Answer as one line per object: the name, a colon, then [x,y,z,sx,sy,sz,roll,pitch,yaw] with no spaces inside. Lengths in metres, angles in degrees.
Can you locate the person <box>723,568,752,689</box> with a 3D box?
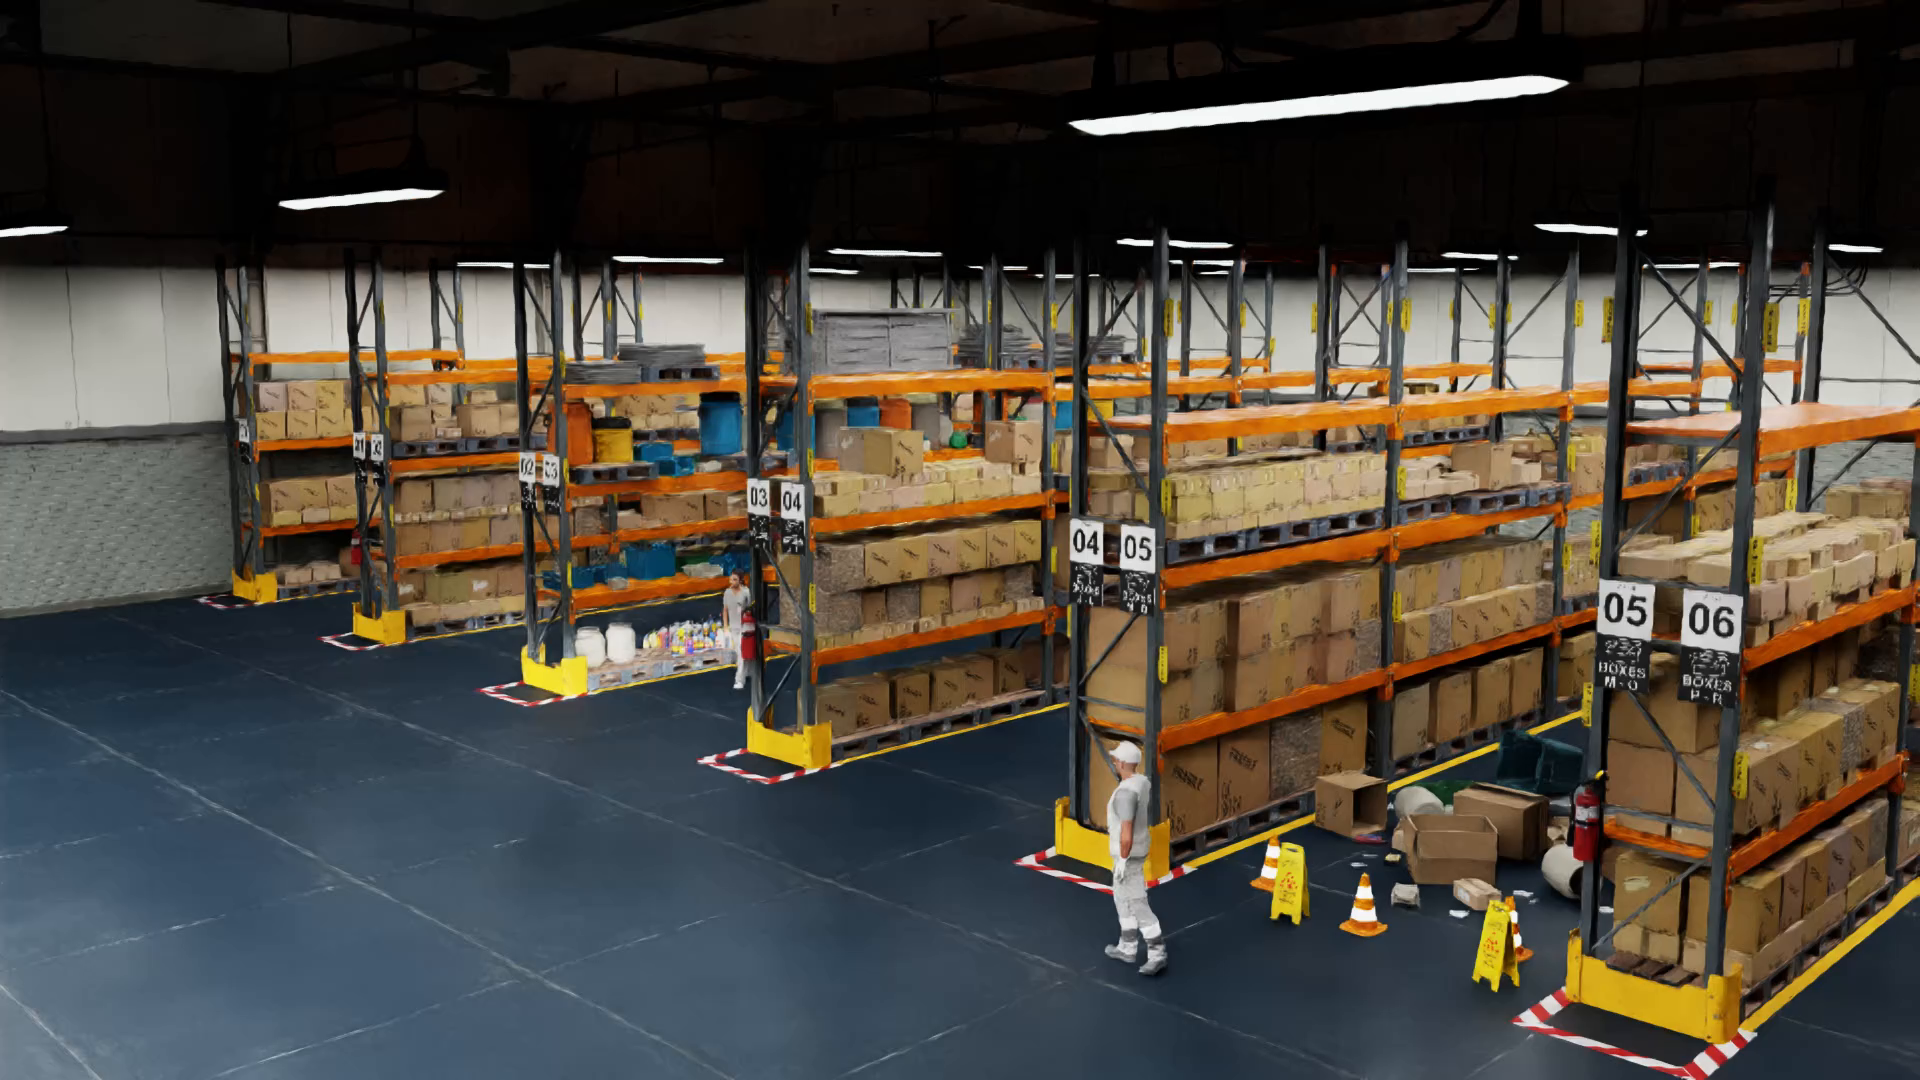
person: [-2.995,1.176,22.604,0.481,1.622,0.954,3,9,22]

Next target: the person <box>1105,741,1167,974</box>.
person: [1.386,2.461,13.035,0.544,1.783,0.645,3,8,17]
